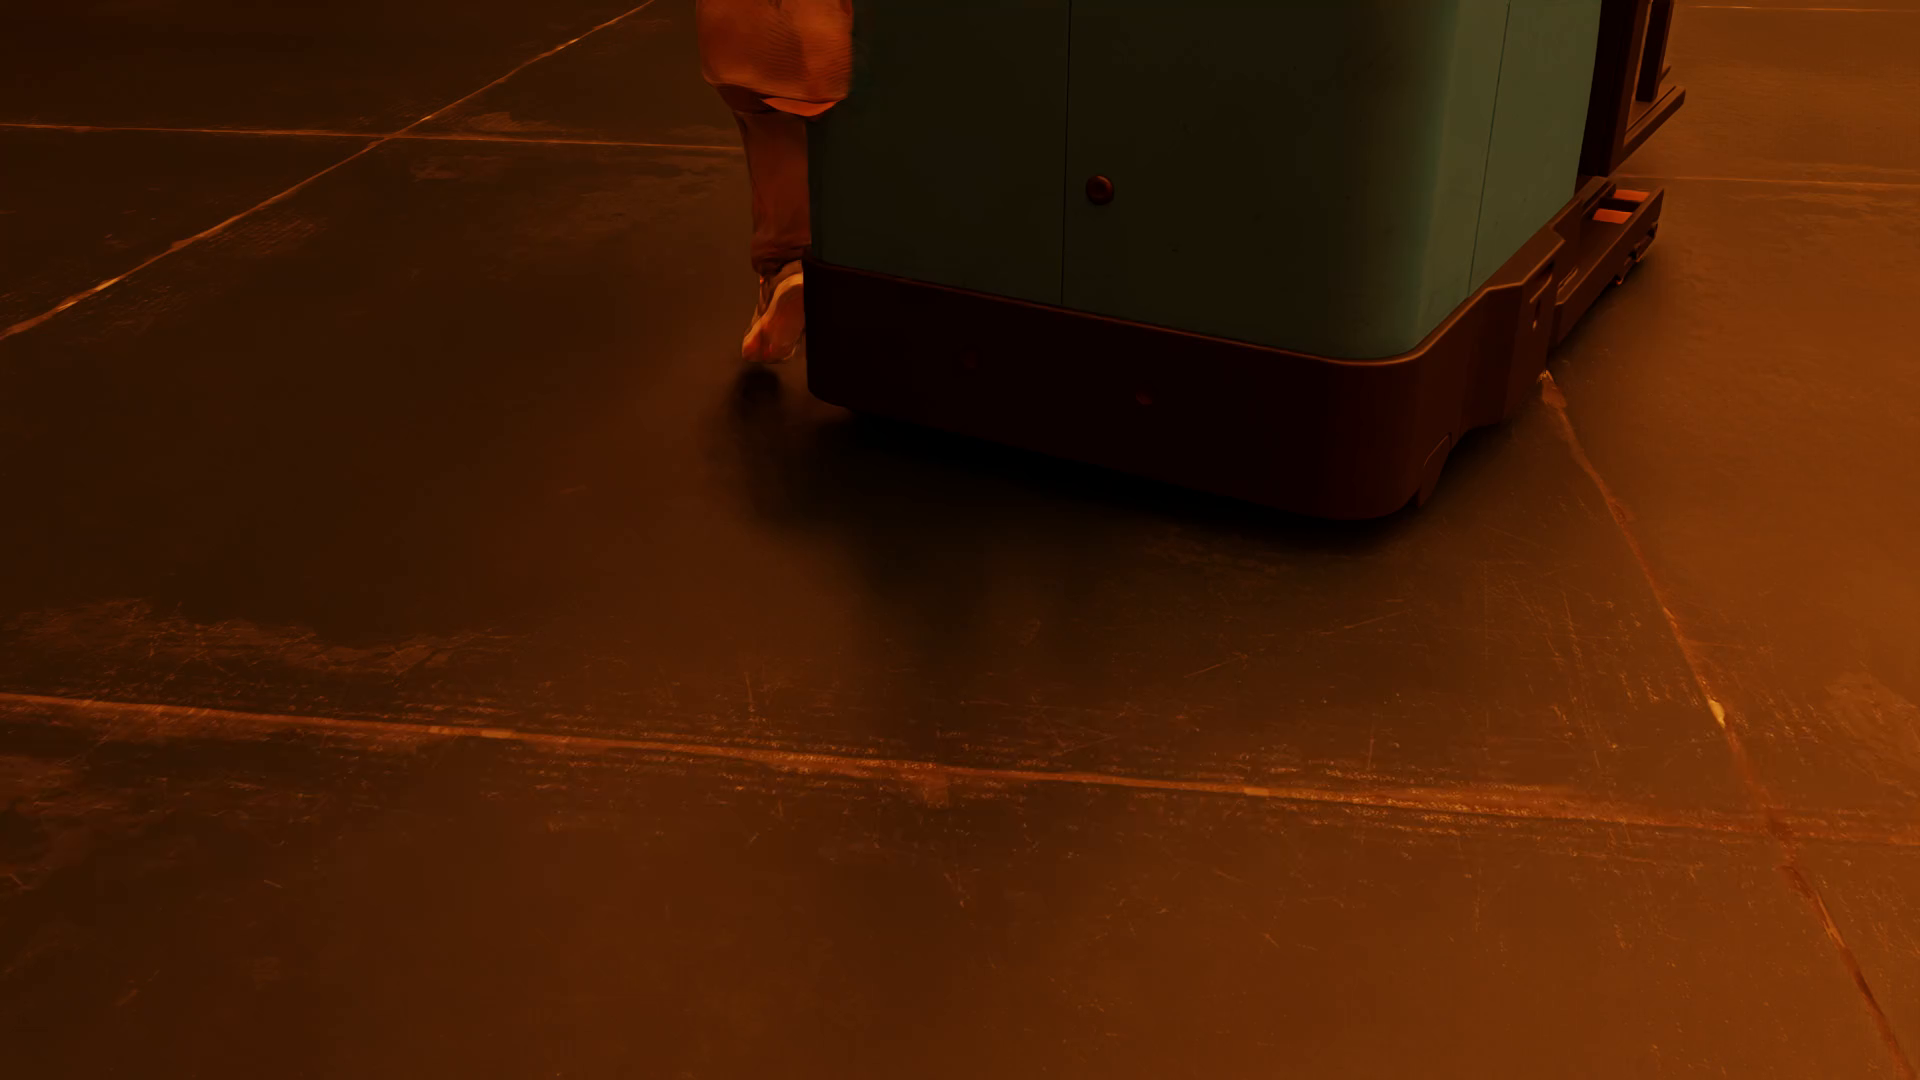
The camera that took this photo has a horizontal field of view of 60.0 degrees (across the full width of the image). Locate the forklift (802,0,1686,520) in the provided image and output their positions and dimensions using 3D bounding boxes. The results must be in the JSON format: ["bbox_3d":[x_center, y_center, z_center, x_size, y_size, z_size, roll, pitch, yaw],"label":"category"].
[{"bbox_3d":[0.929,-1.956,3.138,1.130,2.935,3.031,15,30,27],"label":"forklift"}]

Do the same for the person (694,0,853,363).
[{"bbox_3d":[-0.113,-0.900,2.766,0.846,1.347,0.689,14,30,25],"label":"person"}]
